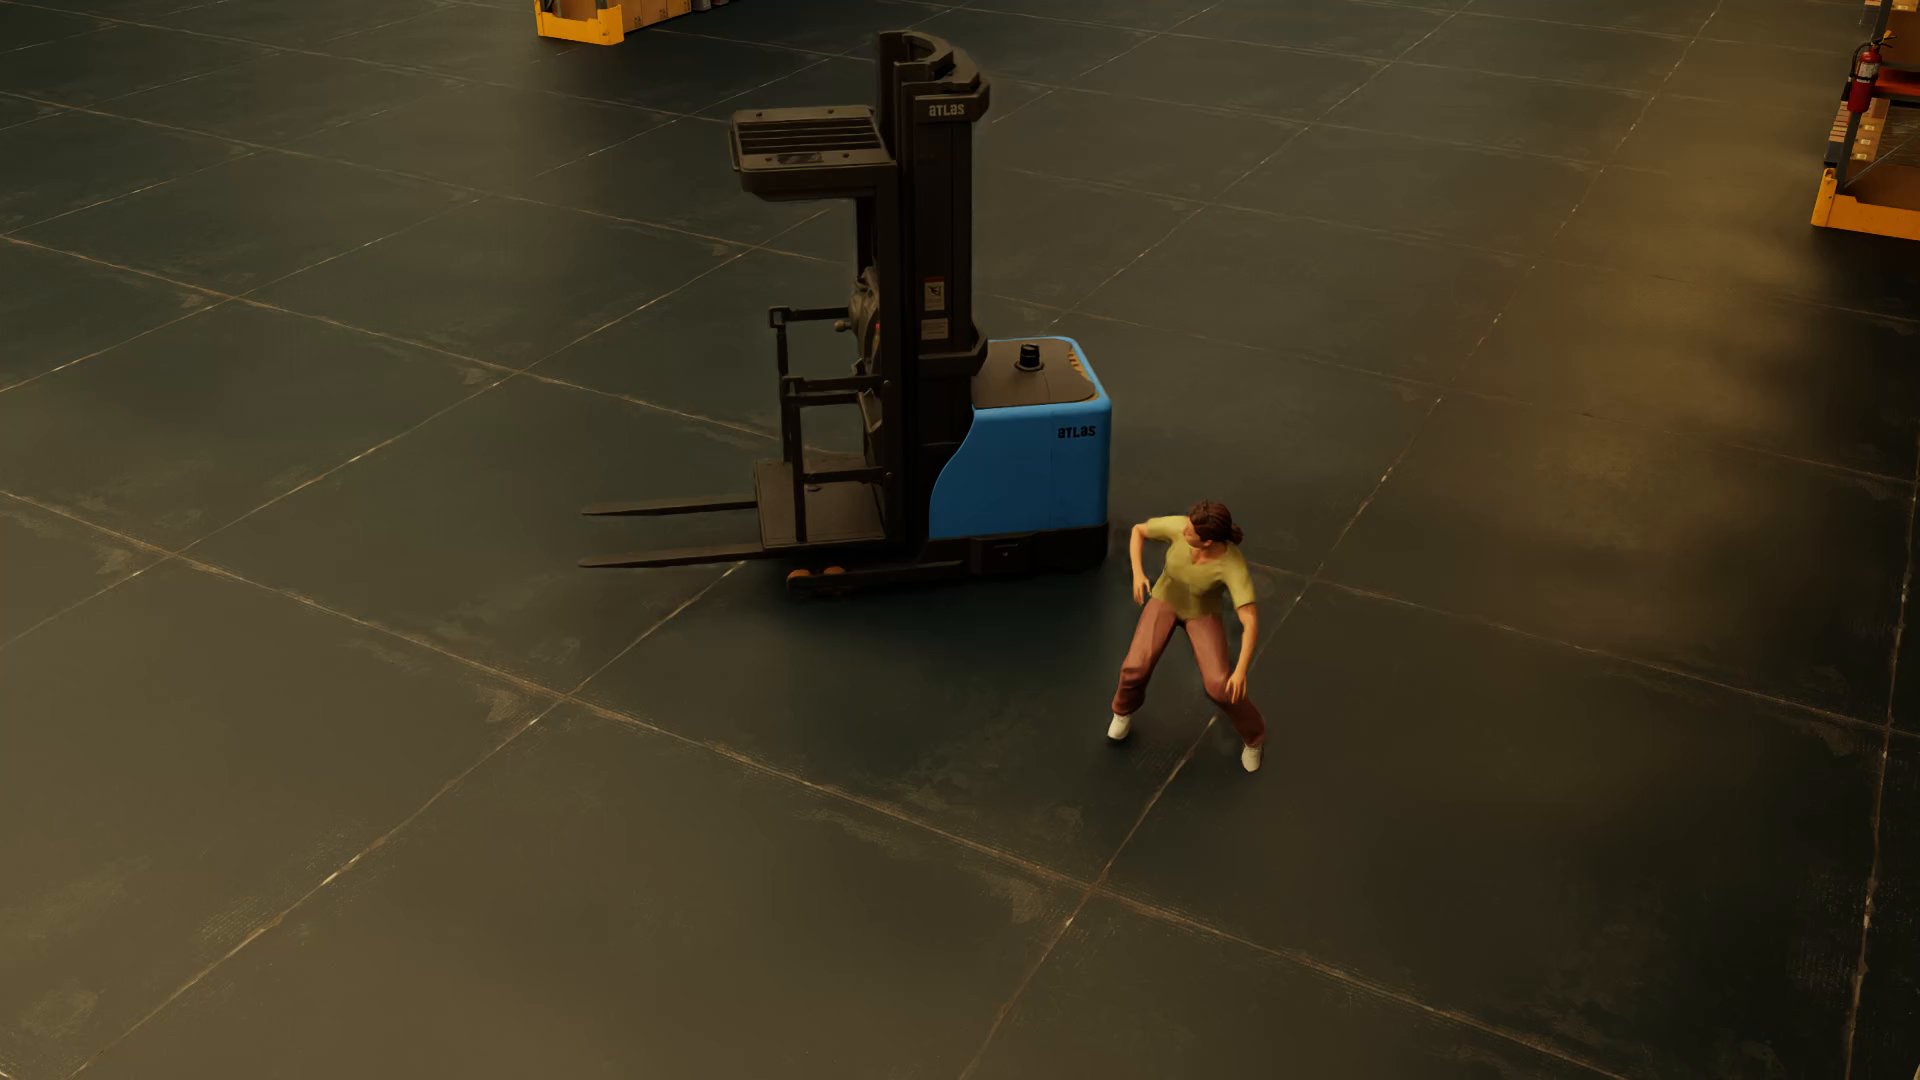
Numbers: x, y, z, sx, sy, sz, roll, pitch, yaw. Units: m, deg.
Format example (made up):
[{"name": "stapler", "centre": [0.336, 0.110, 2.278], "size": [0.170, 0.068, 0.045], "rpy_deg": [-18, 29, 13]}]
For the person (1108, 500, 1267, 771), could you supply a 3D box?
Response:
[{"name": "person", "centre": [1.108, 0.442, 7.874], "size": [0.771, 1.433, 0.749], "rpy_deg": [11, 32, 19]}]

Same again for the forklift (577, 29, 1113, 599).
[{"name": "forklift", "centre": [-0.702, -1.219, 9.183], "size": [3.031, 2.935, 1.130], "rpy_deg": [-5, 30, -8]}]
